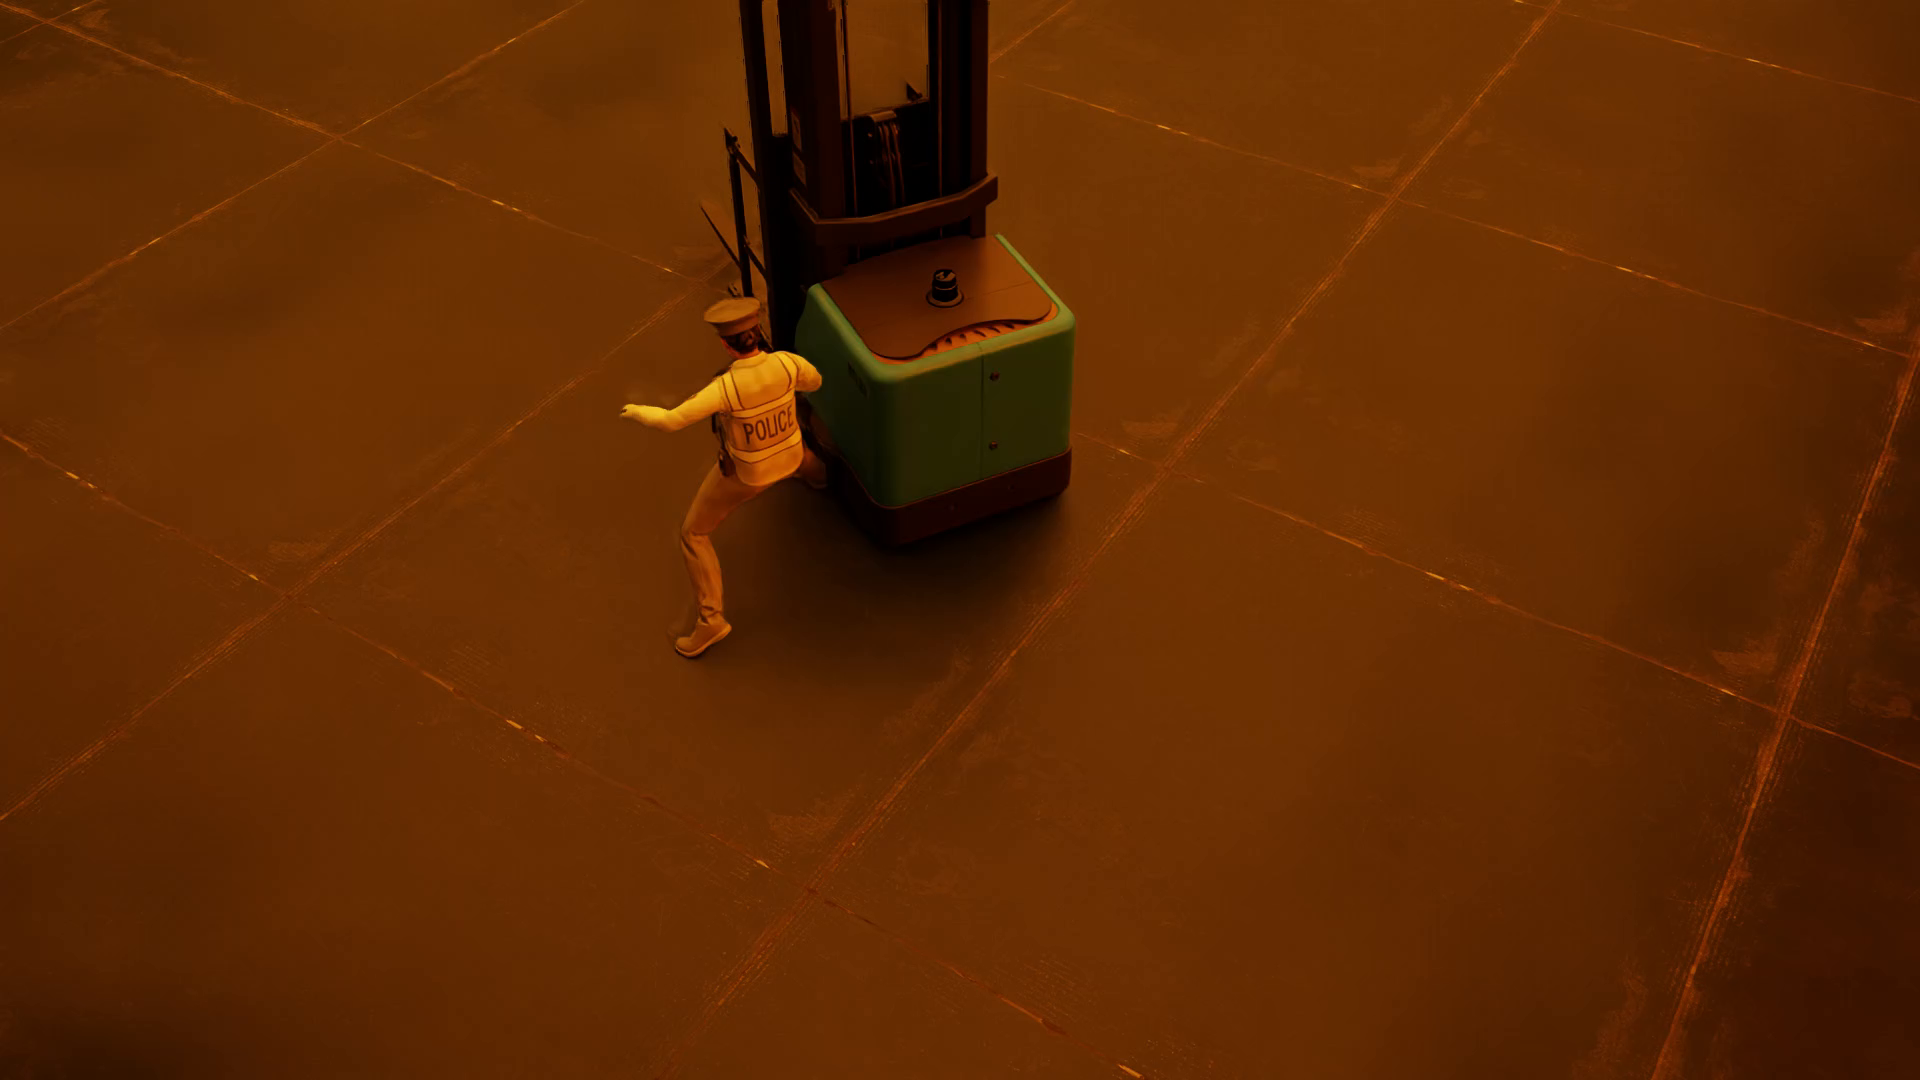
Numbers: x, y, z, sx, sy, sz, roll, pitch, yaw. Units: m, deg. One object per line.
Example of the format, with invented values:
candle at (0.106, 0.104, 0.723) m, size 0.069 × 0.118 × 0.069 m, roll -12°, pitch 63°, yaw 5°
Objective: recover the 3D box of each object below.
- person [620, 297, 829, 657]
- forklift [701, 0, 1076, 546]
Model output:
person at (-0.987, -0.443, 7.381) m, size 1.160 × 1.501 × 0.917 m, roll -27°, pitch 50°, yaw -26°
forklift at (-0.556, -2.052, 8.013) m, size 1.130 × 2.935 × 3.031 m, roll -19°, pitch 47°, yaw -19°
